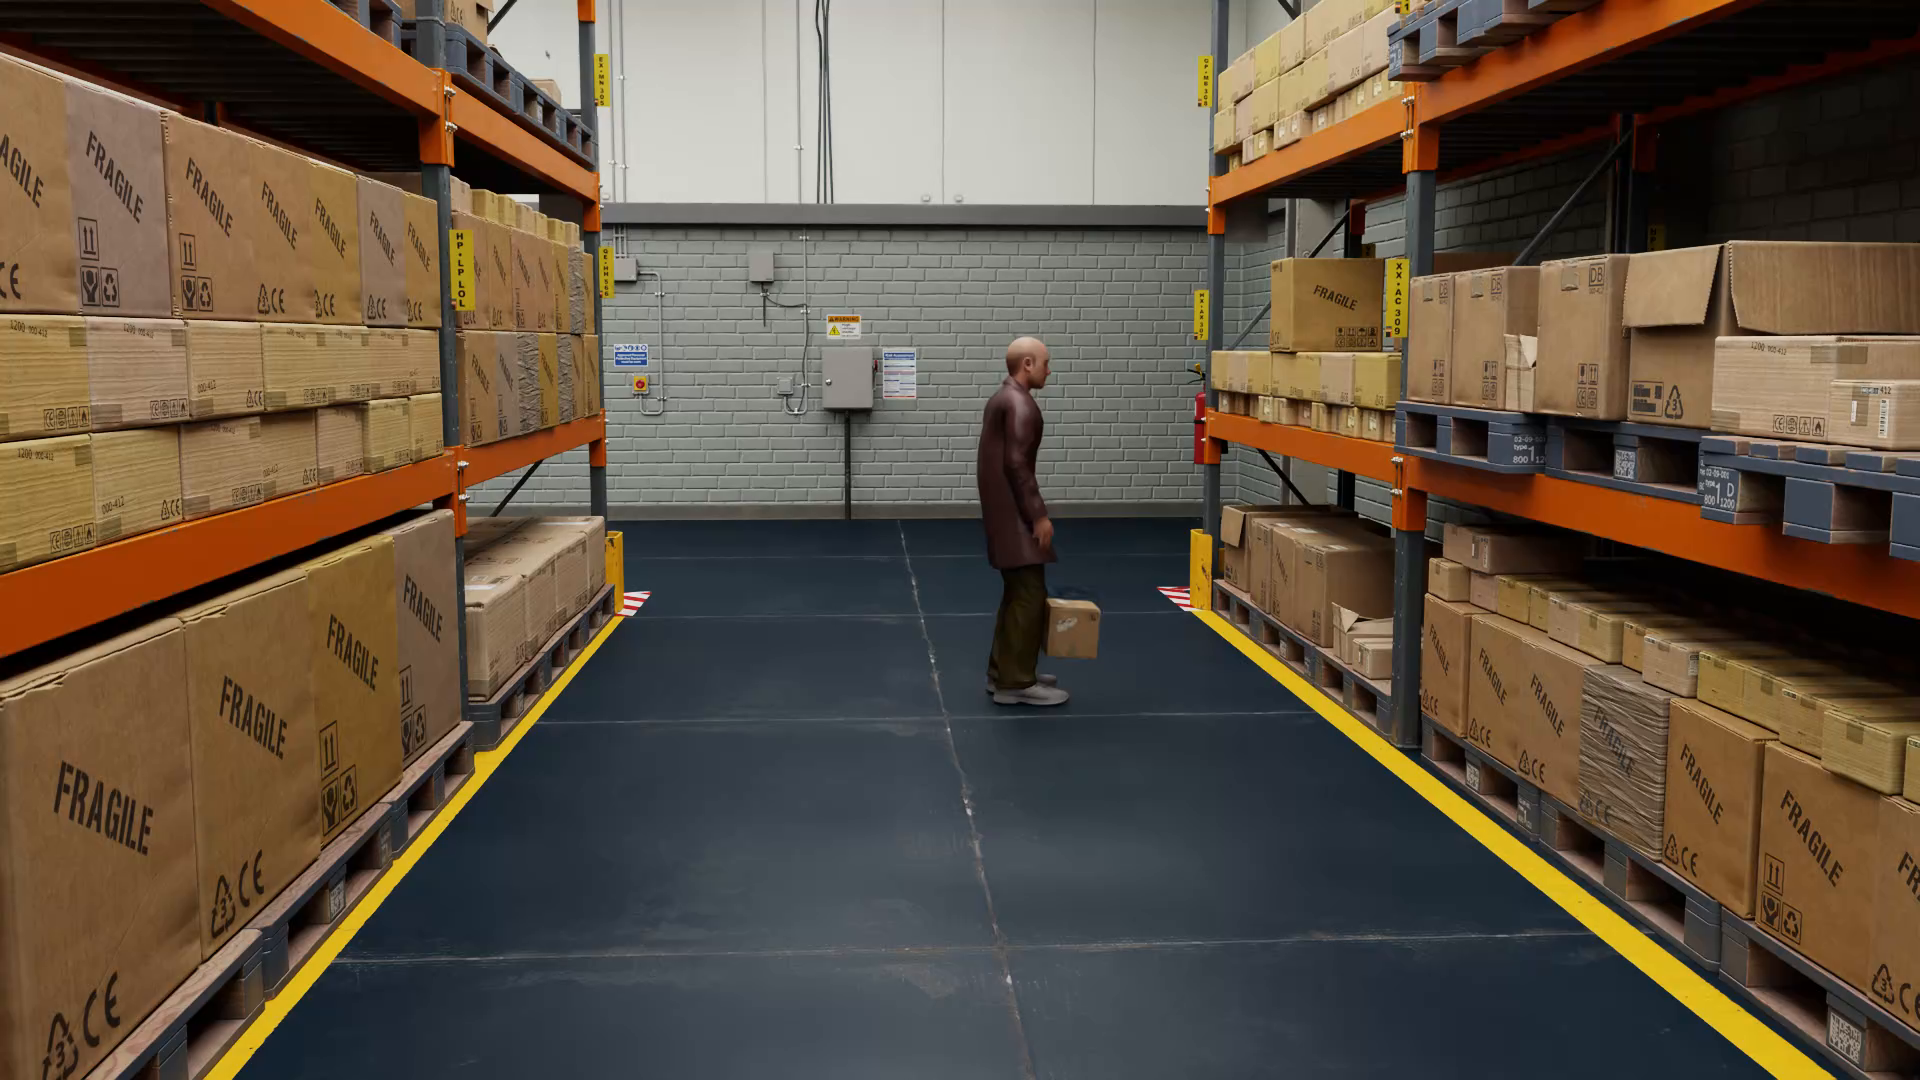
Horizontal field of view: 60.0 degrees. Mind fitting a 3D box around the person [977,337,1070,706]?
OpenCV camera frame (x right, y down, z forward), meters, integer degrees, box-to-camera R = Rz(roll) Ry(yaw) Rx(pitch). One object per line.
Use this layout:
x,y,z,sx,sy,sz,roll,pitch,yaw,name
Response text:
0.298,-0.105,8.185,0.425,1.775,0.601,-1,7,-6,person
